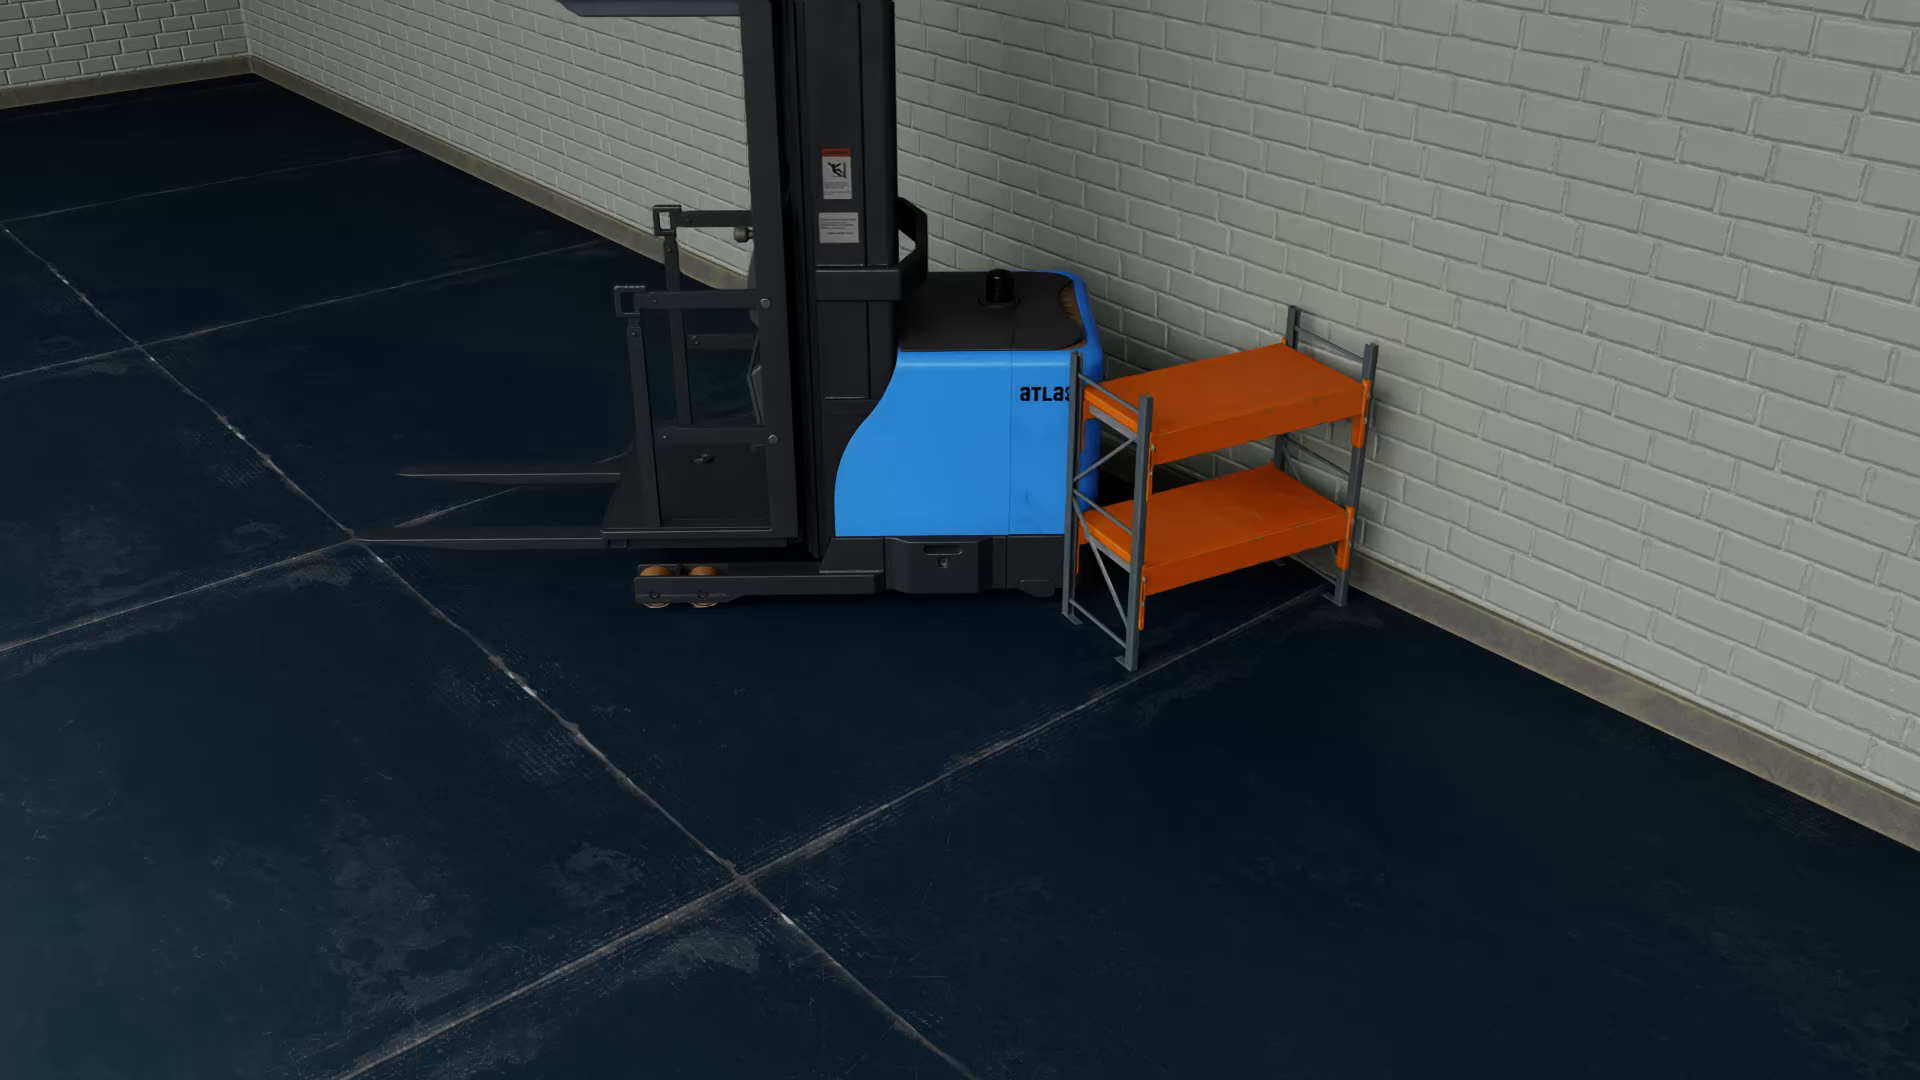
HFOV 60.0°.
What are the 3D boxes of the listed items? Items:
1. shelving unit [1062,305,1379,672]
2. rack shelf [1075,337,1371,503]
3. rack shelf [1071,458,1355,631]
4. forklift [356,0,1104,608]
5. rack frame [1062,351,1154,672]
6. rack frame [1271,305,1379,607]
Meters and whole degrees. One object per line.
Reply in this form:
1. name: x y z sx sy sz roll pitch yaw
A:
1. shelving unit: 0.989 -0.216 6.461 1.048 1.125 0.538 -14 31 -25
2. rack shelf: 0.989 -0.474 6.323 1.000 0.278 0.538 -14 31 -25
3. rack shelf: 0.989 0.000 6.576 1.000 0.278 0.538 -14 31 -25
4. forklift: -0.958 -1.269 6.515 3.031 2.935 1.130 -1 28 -1
5. rack frame: 0.542 -0.102 6.247 0.032 1.125 0.500 -14 31 -25
6. rack frame: 1.436 -0.330 6.675 0.032 1.125 0.500 -14 31 -25
